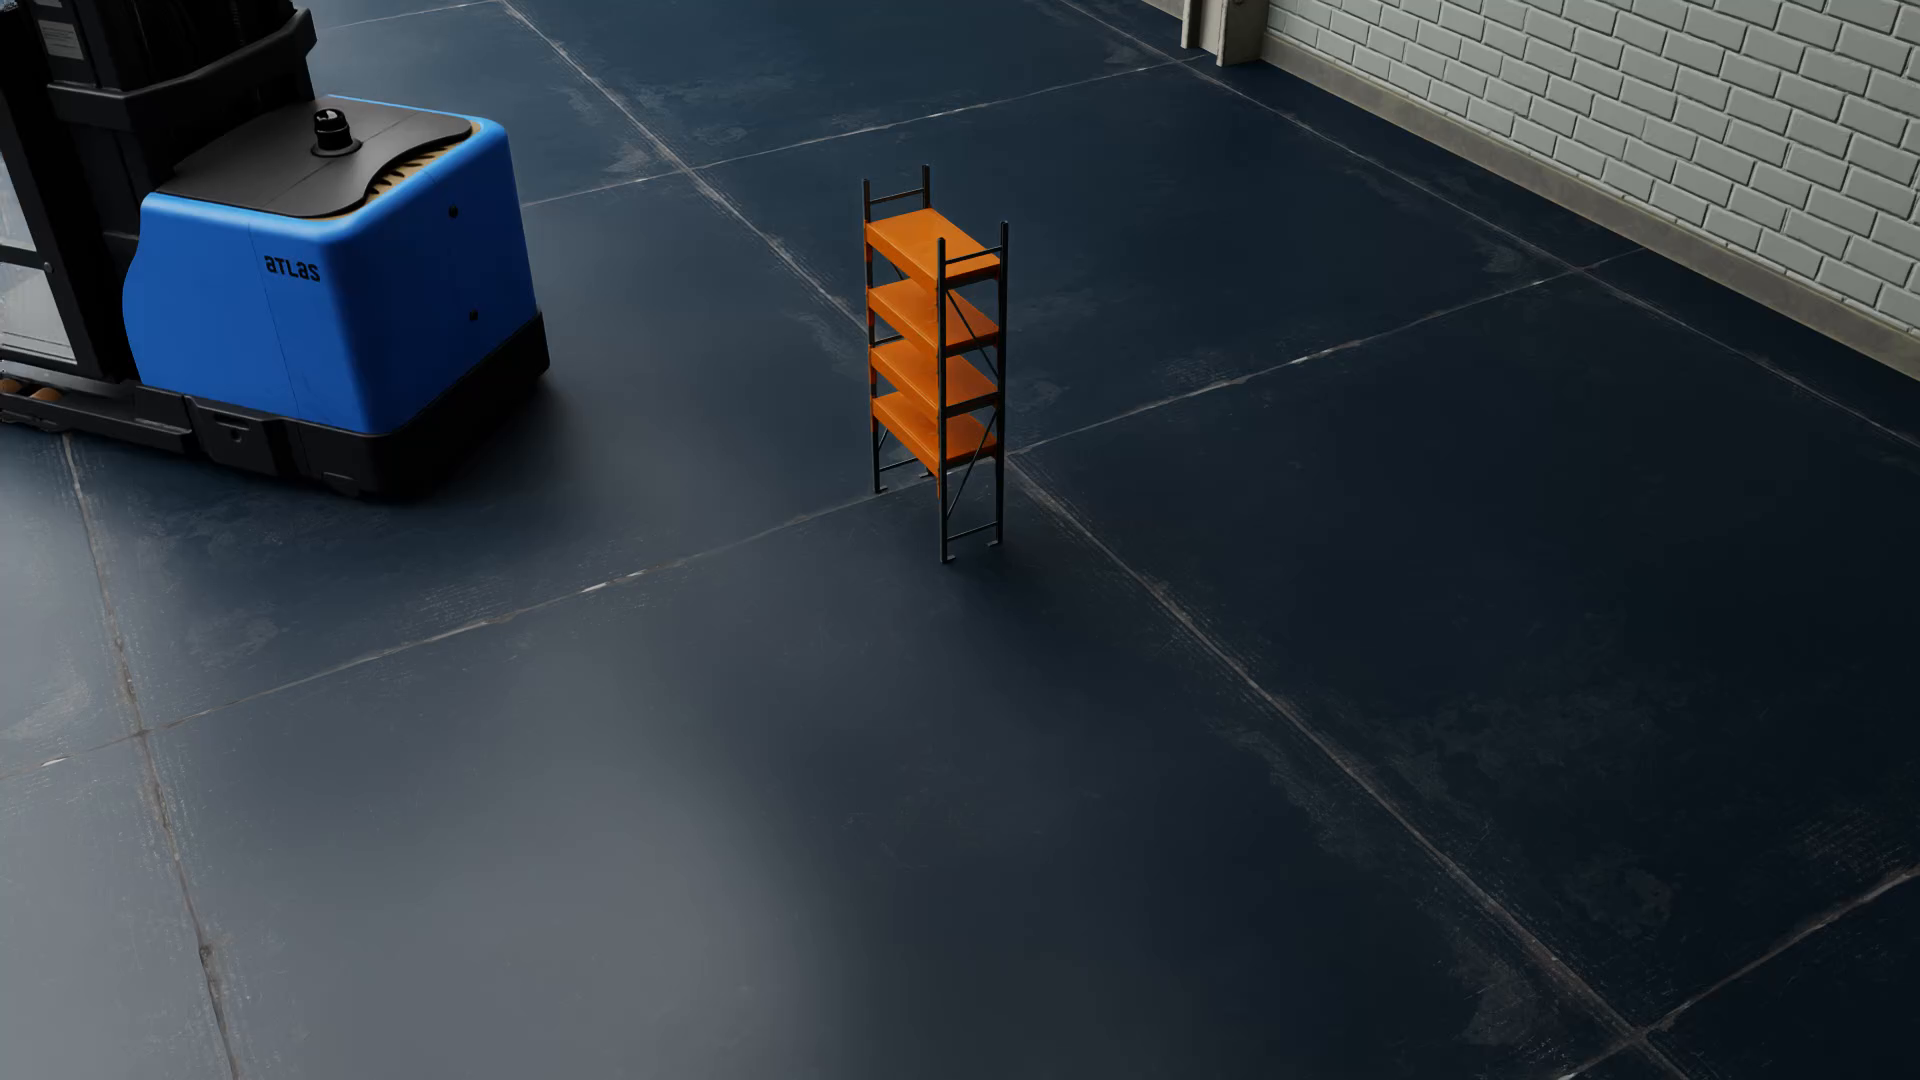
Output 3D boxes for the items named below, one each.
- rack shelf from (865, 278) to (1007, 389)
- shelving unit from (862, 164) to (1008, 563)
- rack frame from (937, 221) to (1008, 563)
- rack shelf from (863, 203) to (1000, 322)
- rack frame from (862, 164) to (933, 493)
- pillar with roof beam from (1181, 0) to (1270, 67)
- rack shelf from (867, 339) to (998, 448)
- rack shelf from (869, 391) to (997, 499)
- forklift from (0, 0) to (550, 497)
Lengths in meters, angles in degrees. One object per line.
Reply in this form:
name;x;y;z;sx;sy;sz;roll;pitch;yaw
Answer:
rack shelf;-0.083;-0.695;5.419;0.258;0.148;0.480;-19;40;-24
shelving unit;-0.083;-0.569;5.512;0.258;1.200;0.503;-19;40;-24
rack frame;0.039;-0.445;5.341;0.240;1.200;0.015;-19;40;-24
rack shelf;-0.083;-0.886;5.280;0.258;0.148;0.480;-19;40;-24
rack frame;-0.206;-0.693;5.682;0.240;1.200;0.015;-19;40;-24
pillar with roof beam;-2.206;-5.185;5.219;9.100;9.000;0.400;-19;40;-24
rack shelf;-0.083;-0.515;5.551;0.258;0.148;0.480;-19;40;-24
rack shelf;-0.083;-0.354;5.668;0.258;0.148;0.480;-19;40;-24
forklift;-3.193;-1.869;5.823;3.031;2.935;1.130;12;38;16
